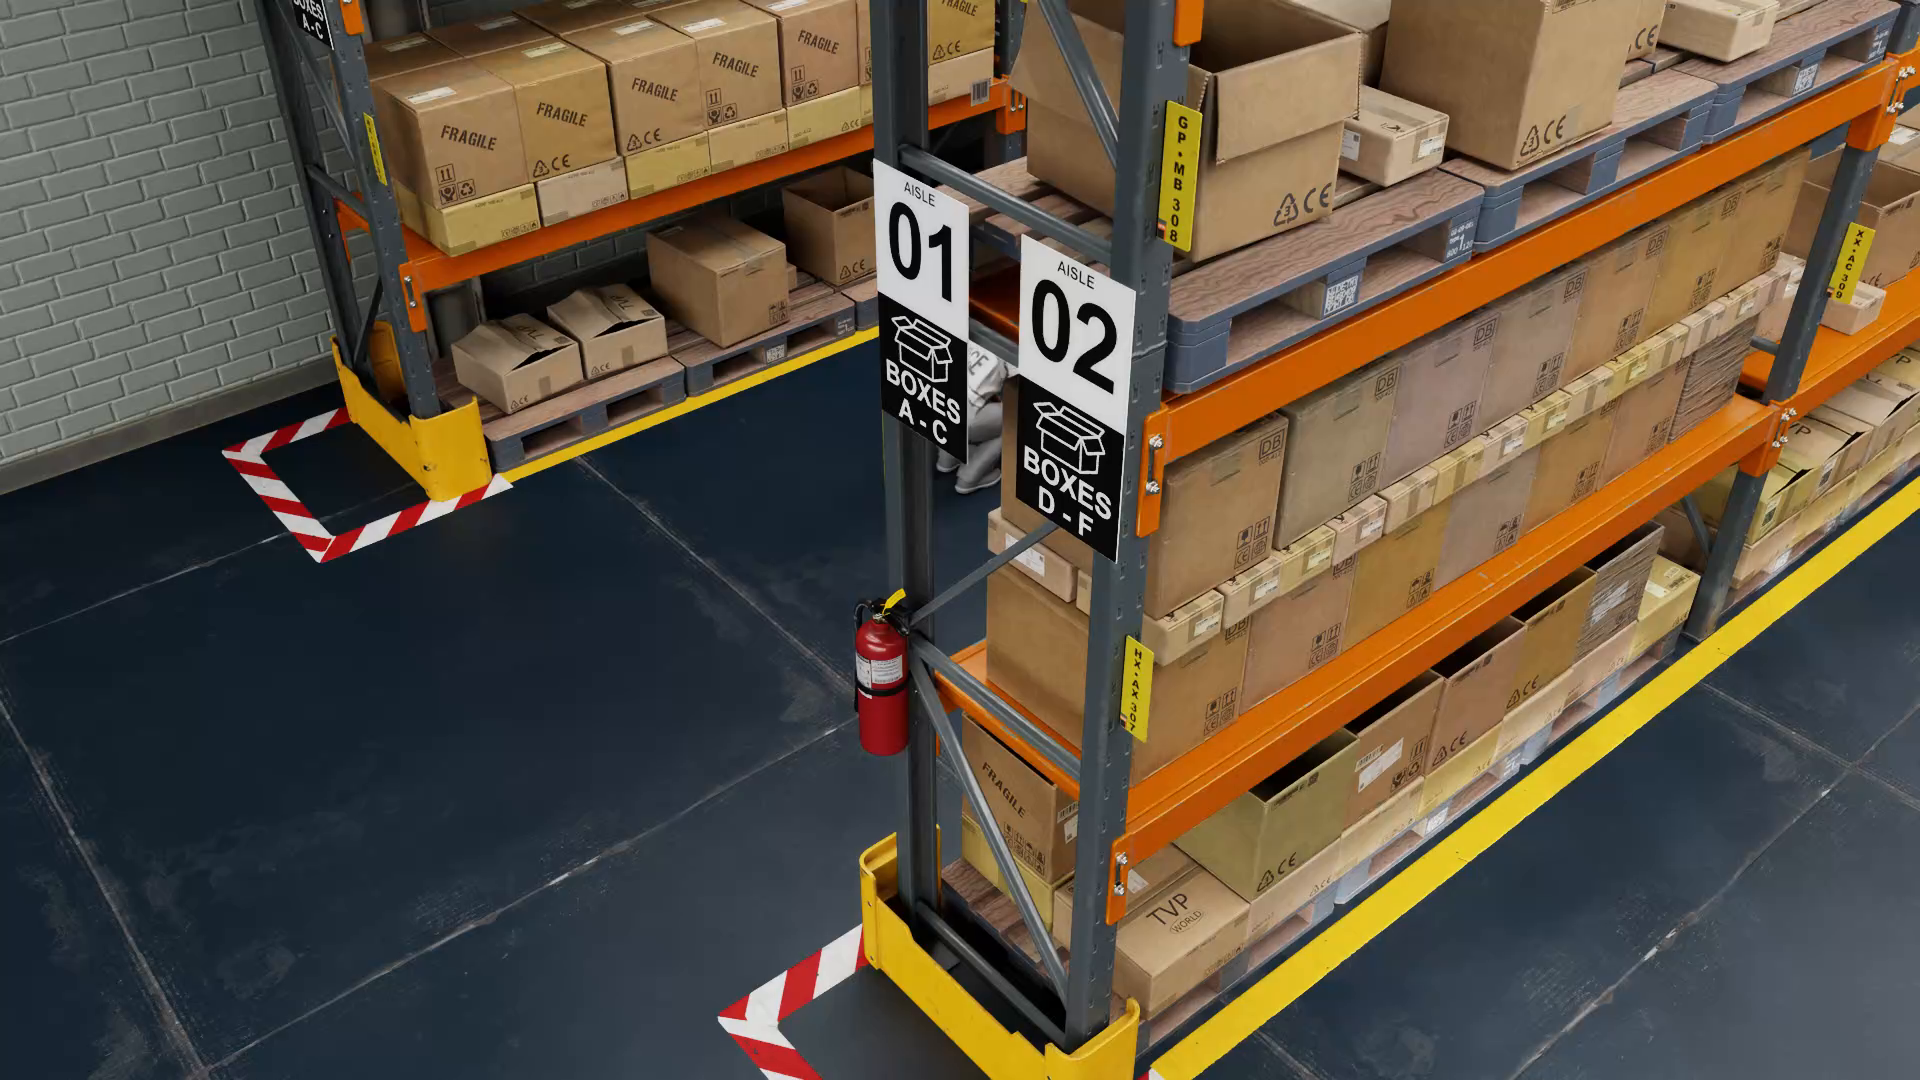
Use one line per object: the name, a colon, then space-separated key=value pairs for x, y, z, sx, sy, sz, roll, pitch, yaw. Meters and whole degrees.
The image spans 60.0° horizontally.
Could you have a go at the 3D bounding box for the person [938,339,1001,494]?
person: x=0.101 y=-1.019 z=8.569 sx=0.648 sy=1.558 sz=0.411 roll=-27 pitch=44 yaw=-32
